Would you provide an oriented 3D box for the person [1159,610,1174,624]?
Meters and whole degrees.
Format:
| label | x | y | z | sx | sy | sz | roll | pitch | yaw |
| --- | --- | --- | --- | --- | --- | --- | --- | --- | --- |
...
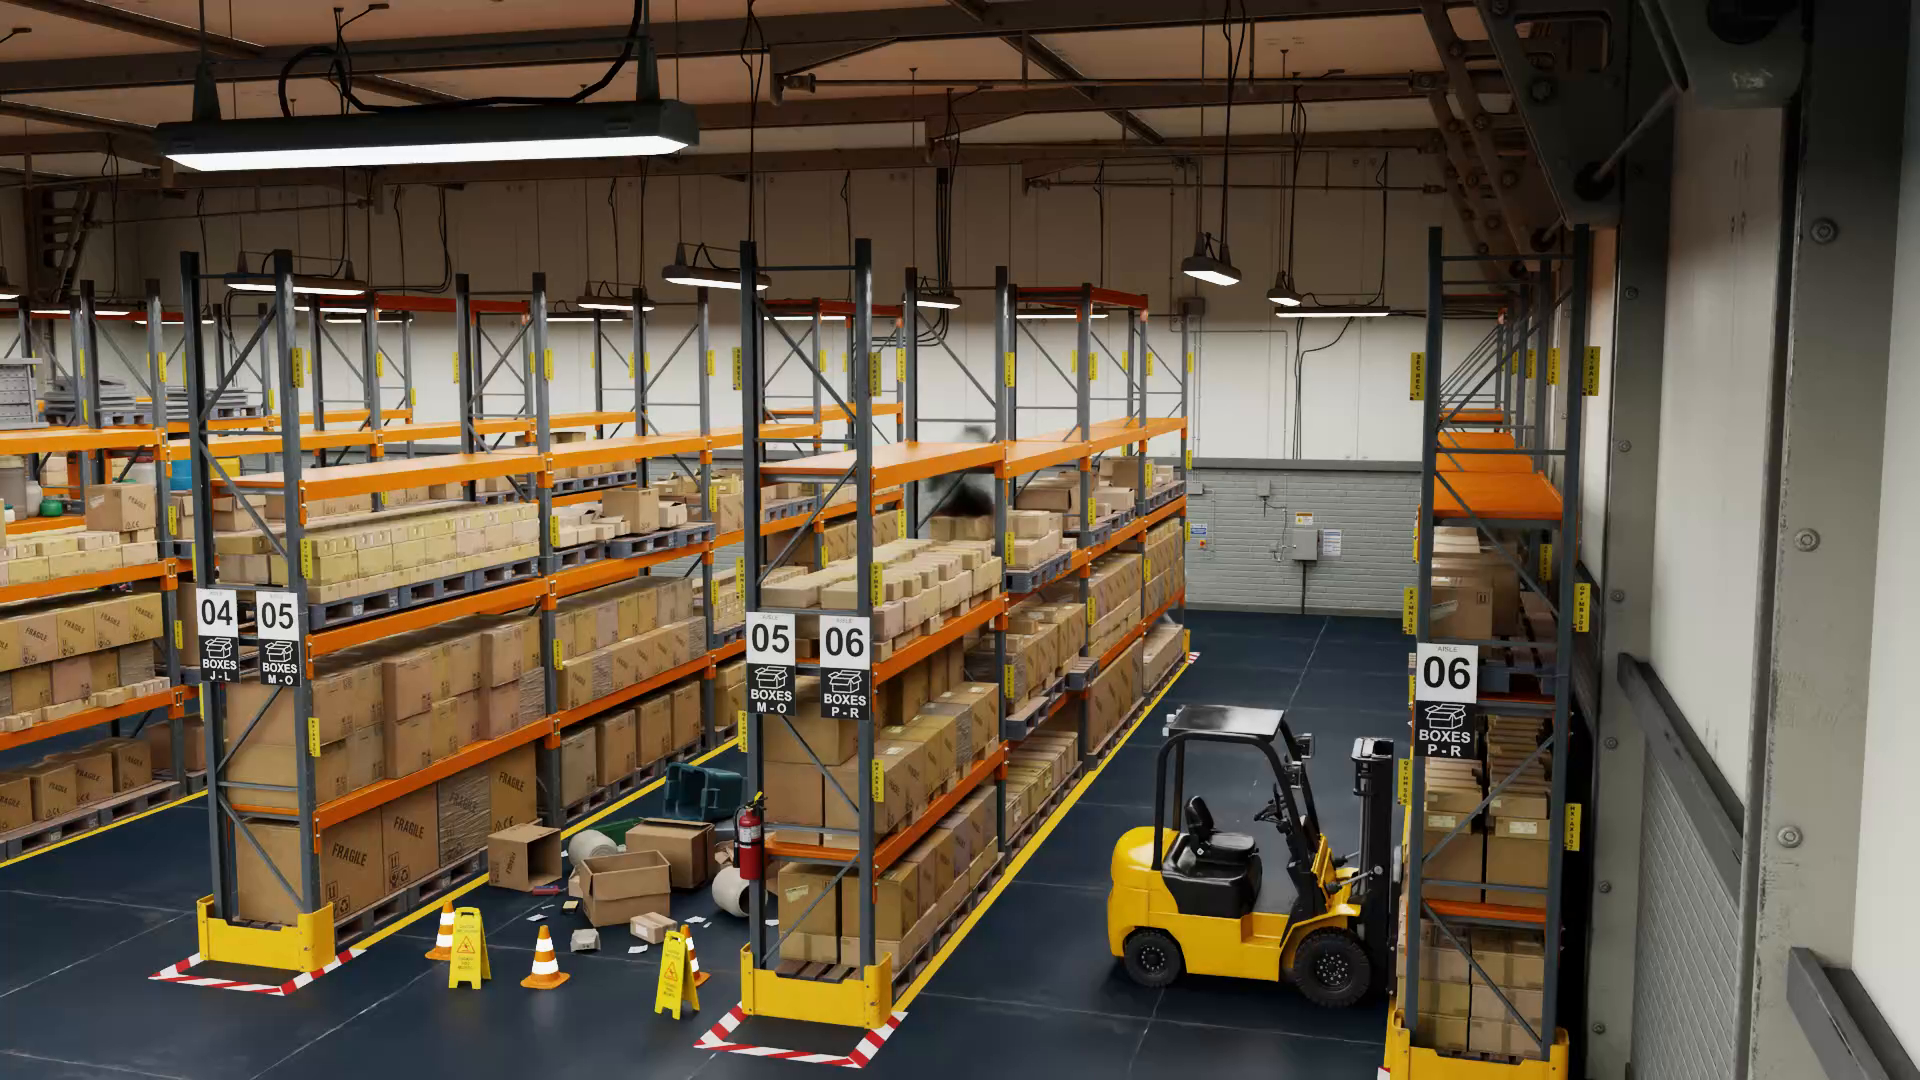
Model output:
| label | x | y | z | sx | sy | sz | roll | pitch | yaw |
| --- | --- | --- | --- | --- | --- | --- | --- | --- | --- |
| person | 3.426 | 0.988 | 29.537 | 0.747 | 1.749 | 0.870 | -6 | 9 | -42 |
